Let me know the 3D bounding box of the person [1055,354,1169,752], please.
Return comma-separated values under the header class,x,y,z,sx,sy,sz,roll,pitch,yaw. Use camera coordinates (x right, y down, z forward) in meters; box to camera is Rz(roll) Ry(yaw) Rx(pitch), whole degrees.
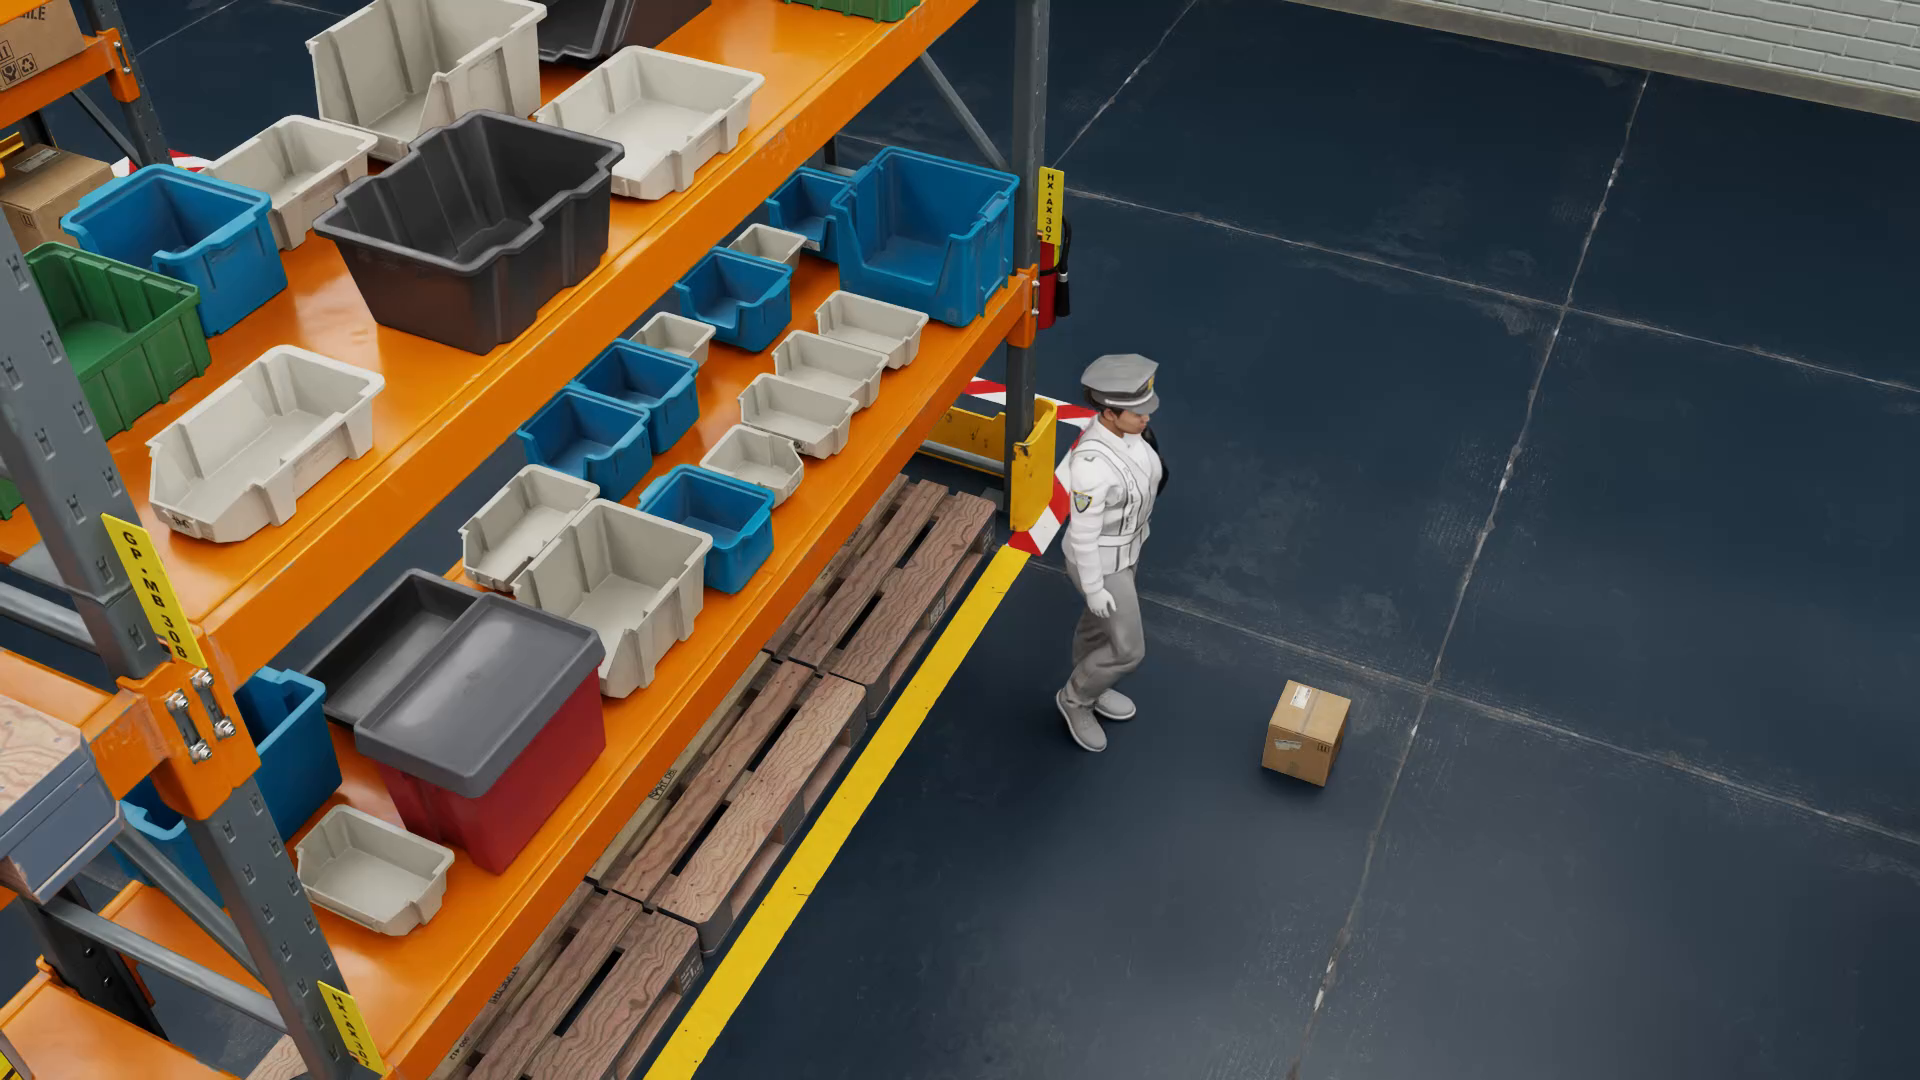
class,x,y,z,sx,sy,sz,roll,pitch,yaw
person,0.563,0.056,6.091,0.375,1.689,0.505,15,44,16
